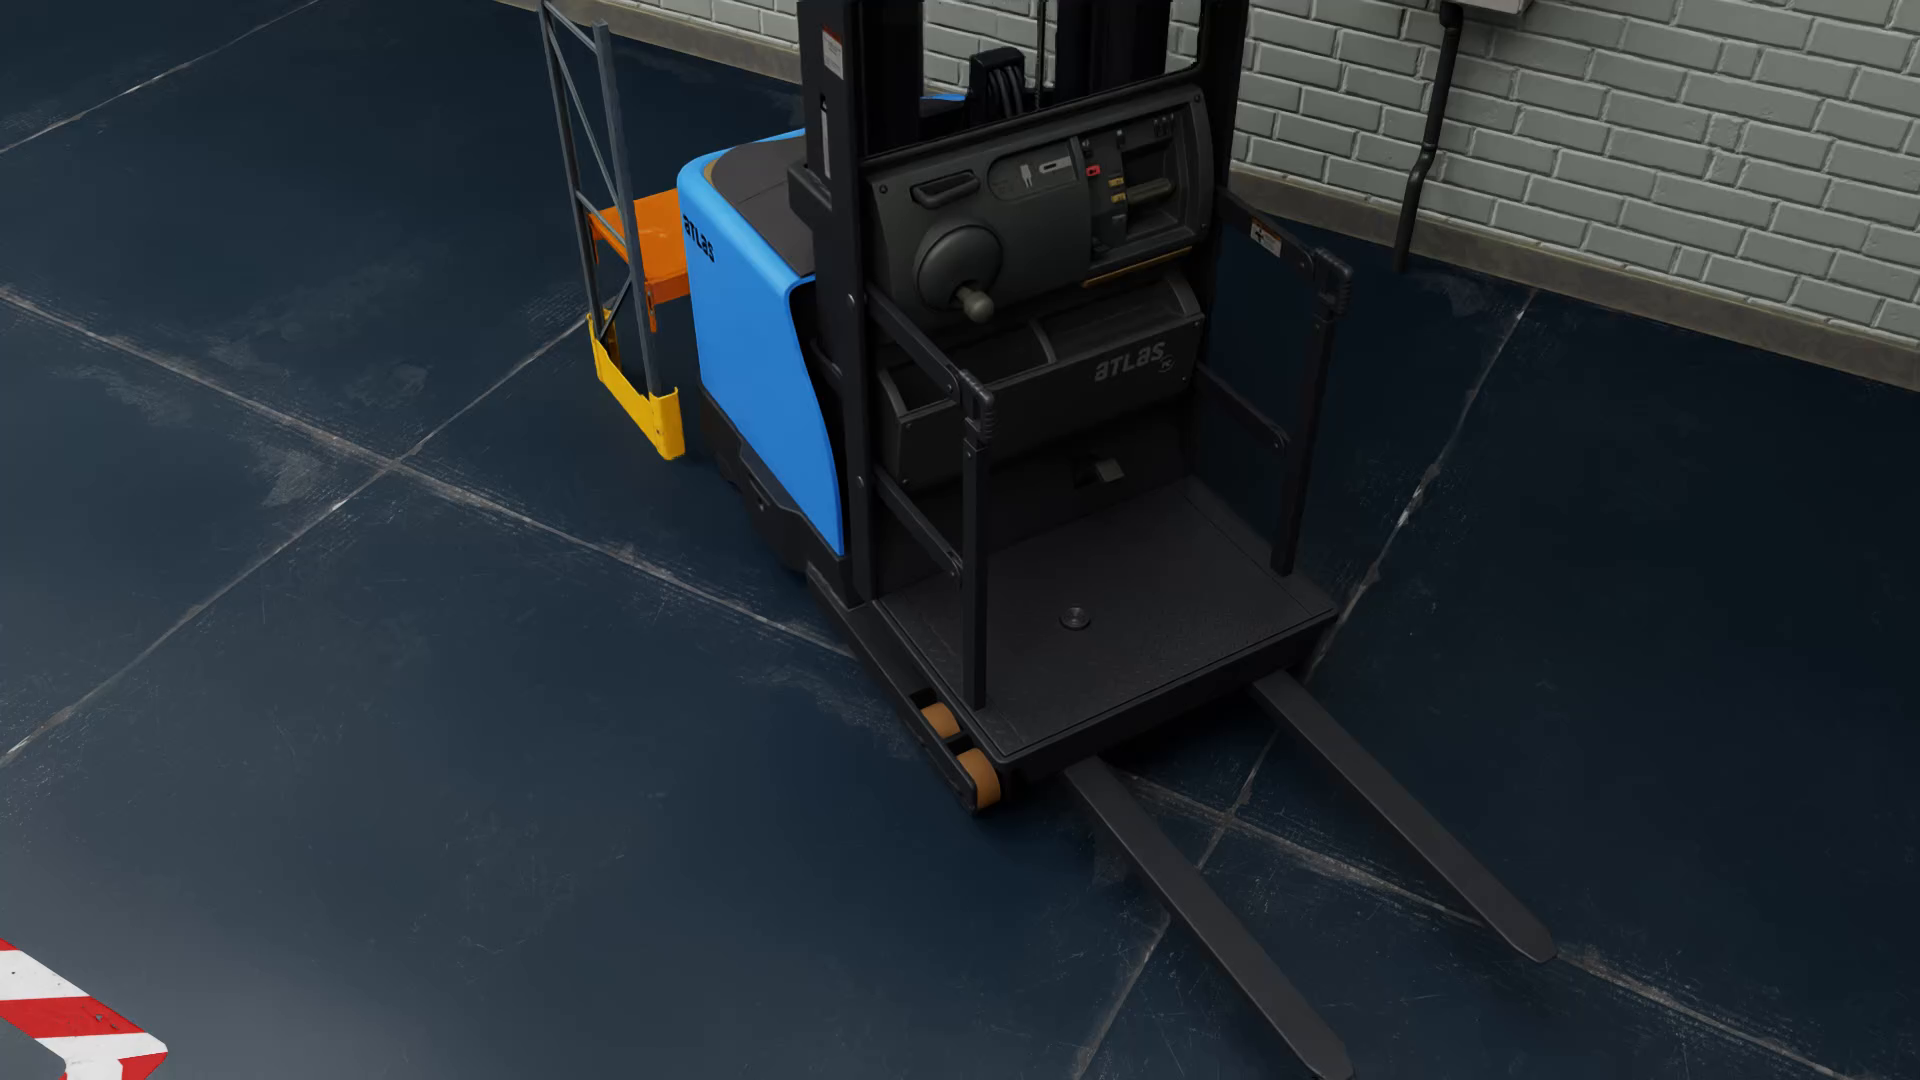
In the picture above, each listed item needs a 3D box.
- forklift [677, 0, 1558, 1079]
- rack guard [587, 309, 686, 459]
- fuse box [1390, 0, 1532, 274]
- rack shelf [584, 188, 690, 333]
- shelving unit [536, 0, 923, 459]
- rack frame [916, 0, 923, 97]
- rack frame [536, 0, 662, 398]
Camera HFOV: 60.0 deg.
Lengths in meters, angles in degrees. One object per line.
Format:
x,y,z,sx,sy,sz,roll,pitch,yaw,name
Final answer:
0.327,-0.731,3.862,1.130,2.935,3.031,-21,46,-22,forklift
-1.105,-0.537,5.671,0.087,0.250,0.587,-23,46,-24,rack guard
1.701,-1.661,5.841,0.539,1.711,0.414,21,45,22,fuse box
-0.693,-1.045,5.574,1.000,0.185,0.538,-23,46,-24,rack shelf
-0.686,-1.184,5.459,1.083,1.500,0.587,-23,46,-24,shelving unit
-0.265,-1.361,5.661,0.032,1.500,0.500,-23,46,-24,rack frame
-1.121,-0.999,5.250,0.032,1.500,0.500,-23,46,-24,rack frame
